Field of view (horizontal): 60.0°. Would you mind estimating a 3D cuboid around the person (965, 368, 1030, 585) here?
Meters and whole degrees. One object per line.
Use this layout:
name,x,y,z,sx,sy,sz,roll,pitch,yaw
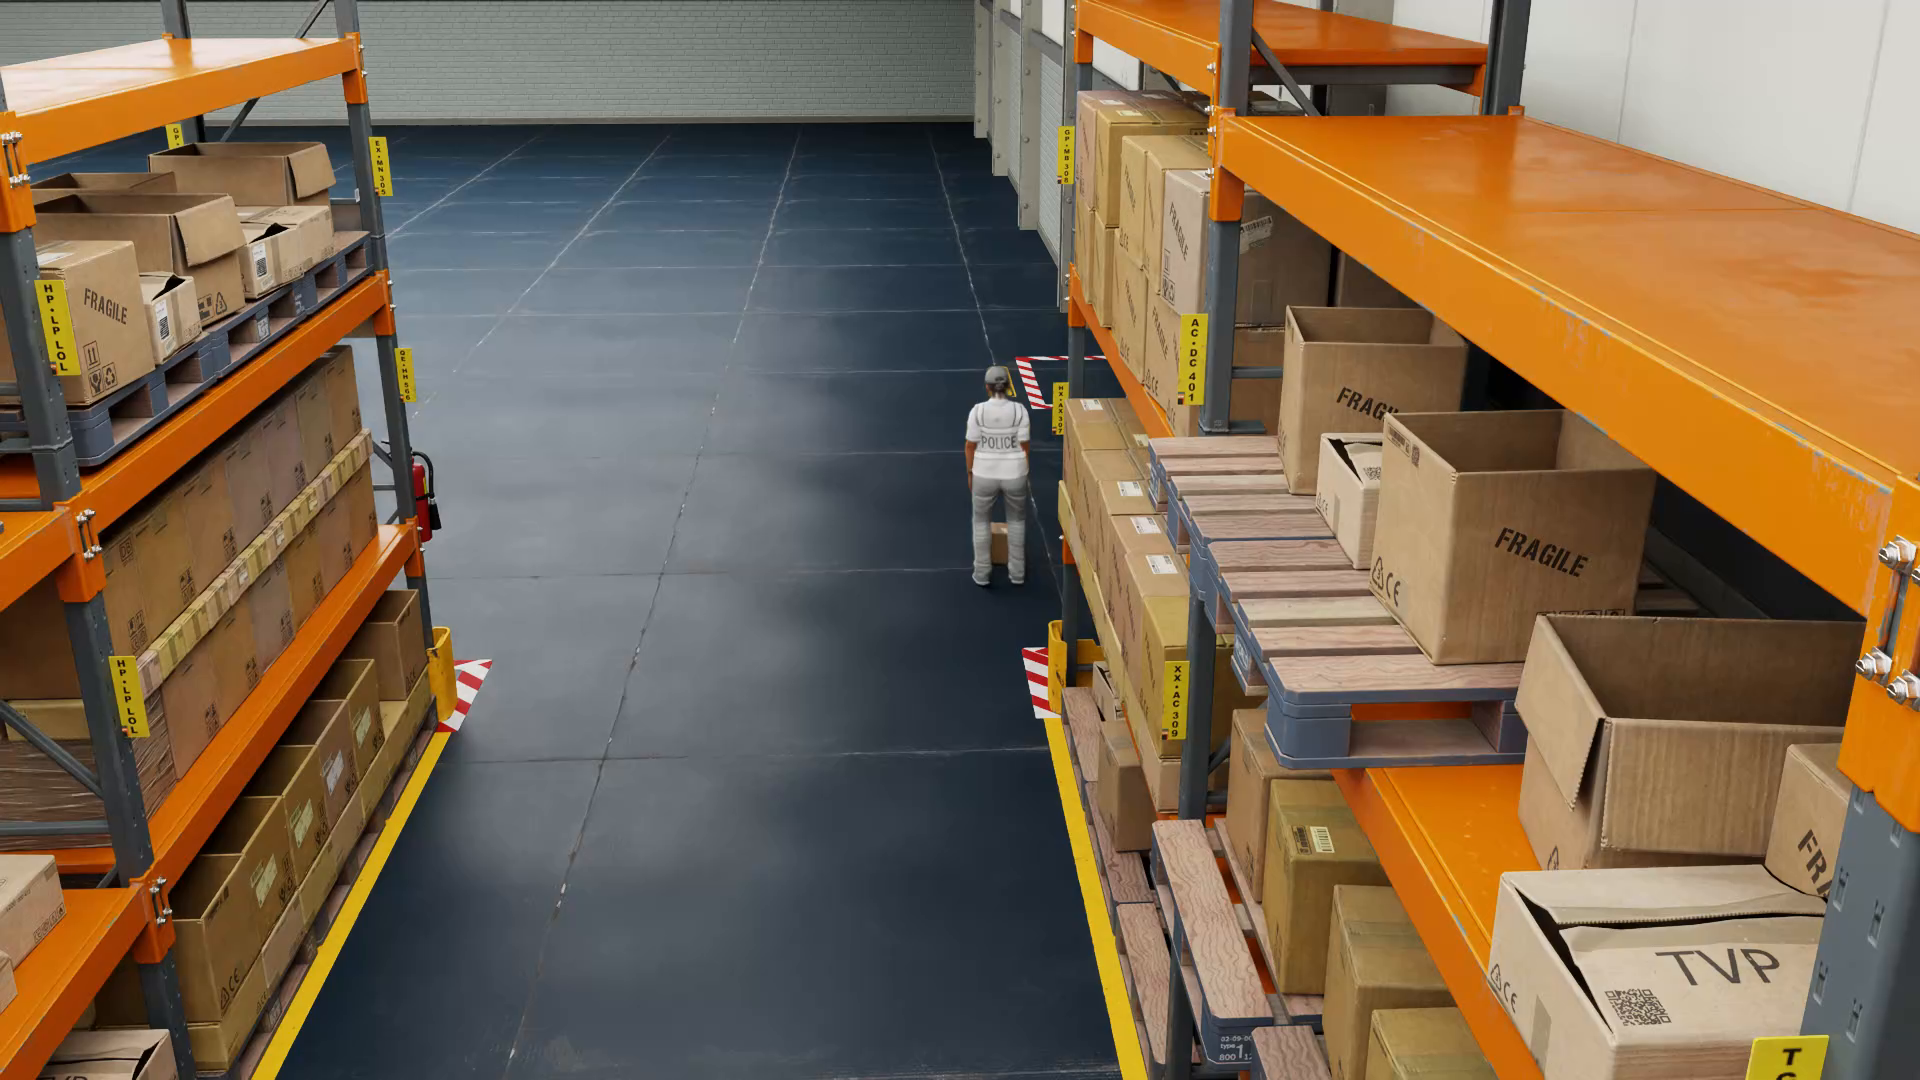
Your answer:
person,0.274,-0.463,12.343,0.476,1.653,0.394,-1,21,-2
